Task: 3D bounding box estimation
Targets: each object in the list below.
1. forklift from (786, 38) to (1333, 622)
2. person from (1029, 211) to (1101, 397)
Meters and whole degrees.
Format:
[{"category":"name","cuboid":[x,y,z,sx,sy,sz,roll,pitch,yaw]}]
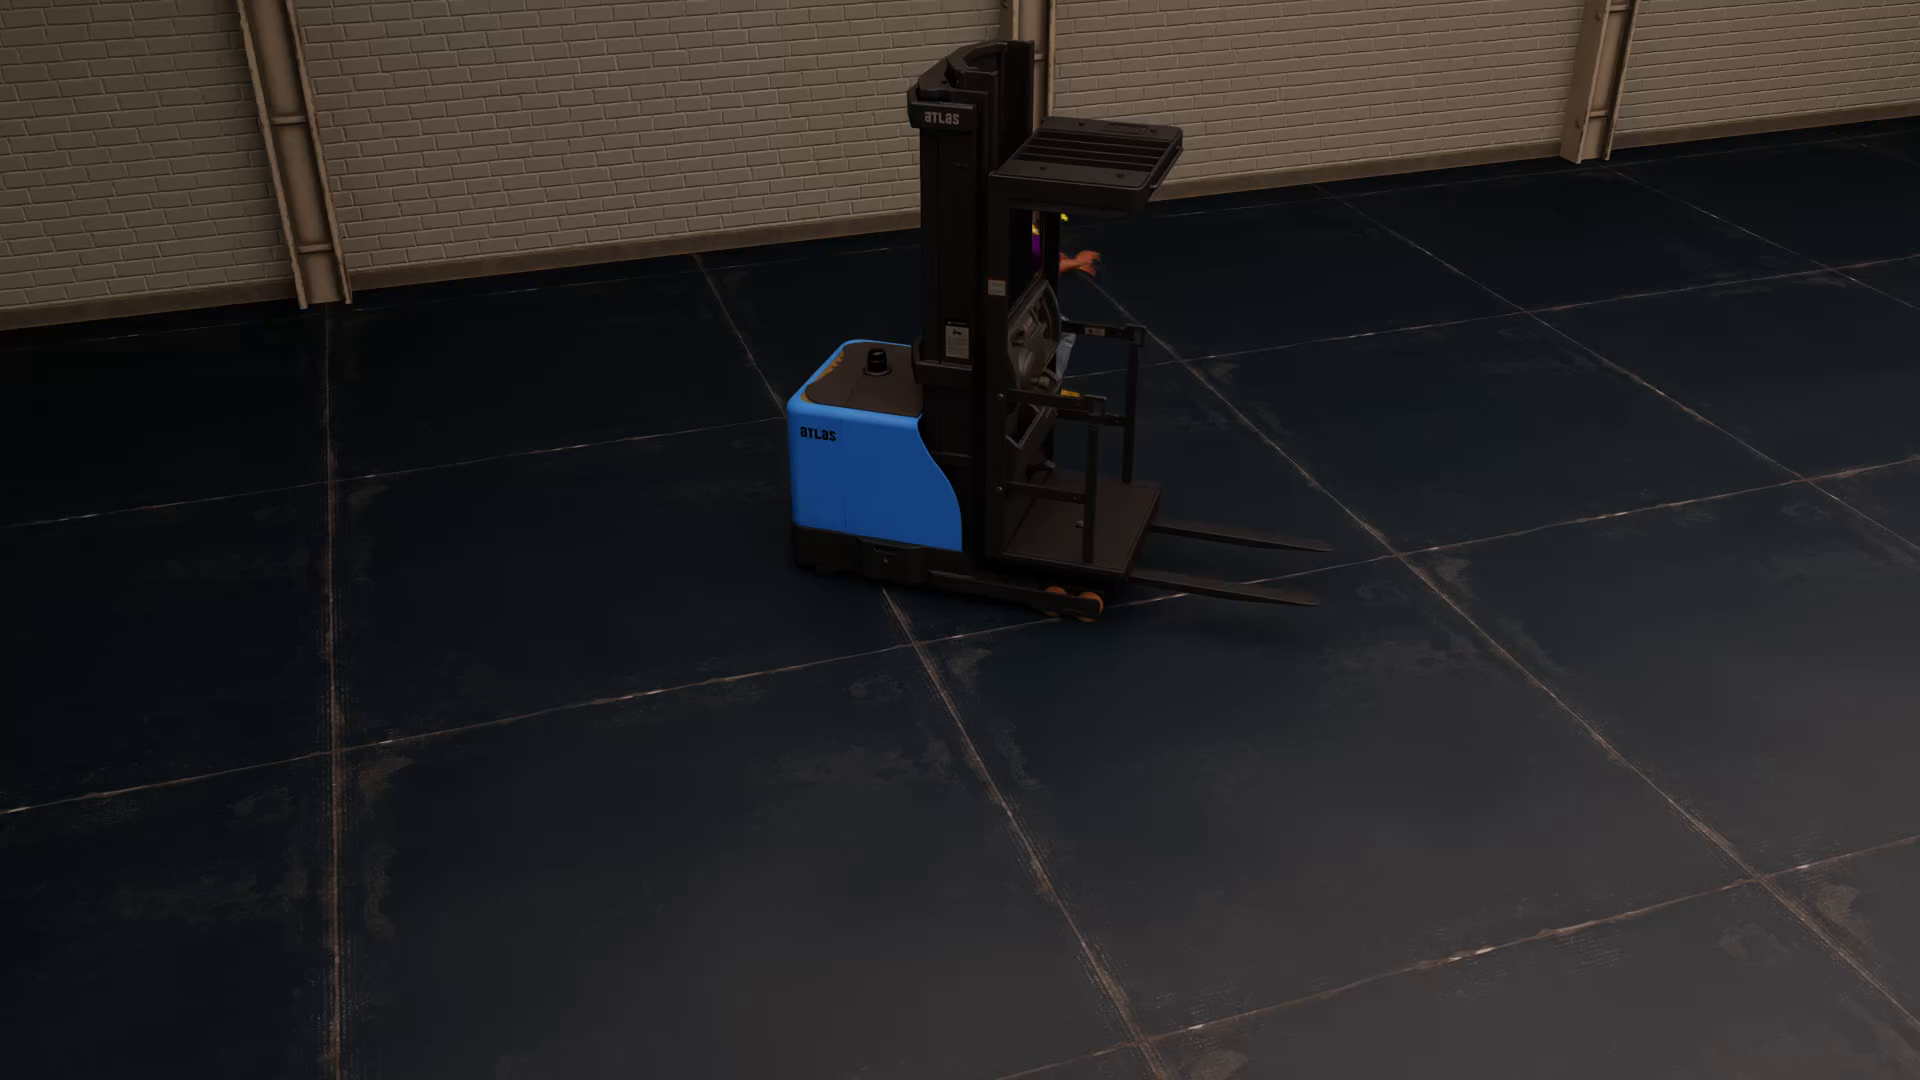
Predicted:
[{"category":"forklift","cuboid":[0.593,-1.111,9.019,3.031,2.935,1.130,9,31,15]},{"category":"person","cuboid":[0.668,-1.673,11.464,0.991,1.477,0.837,-14,33,-23]}]
